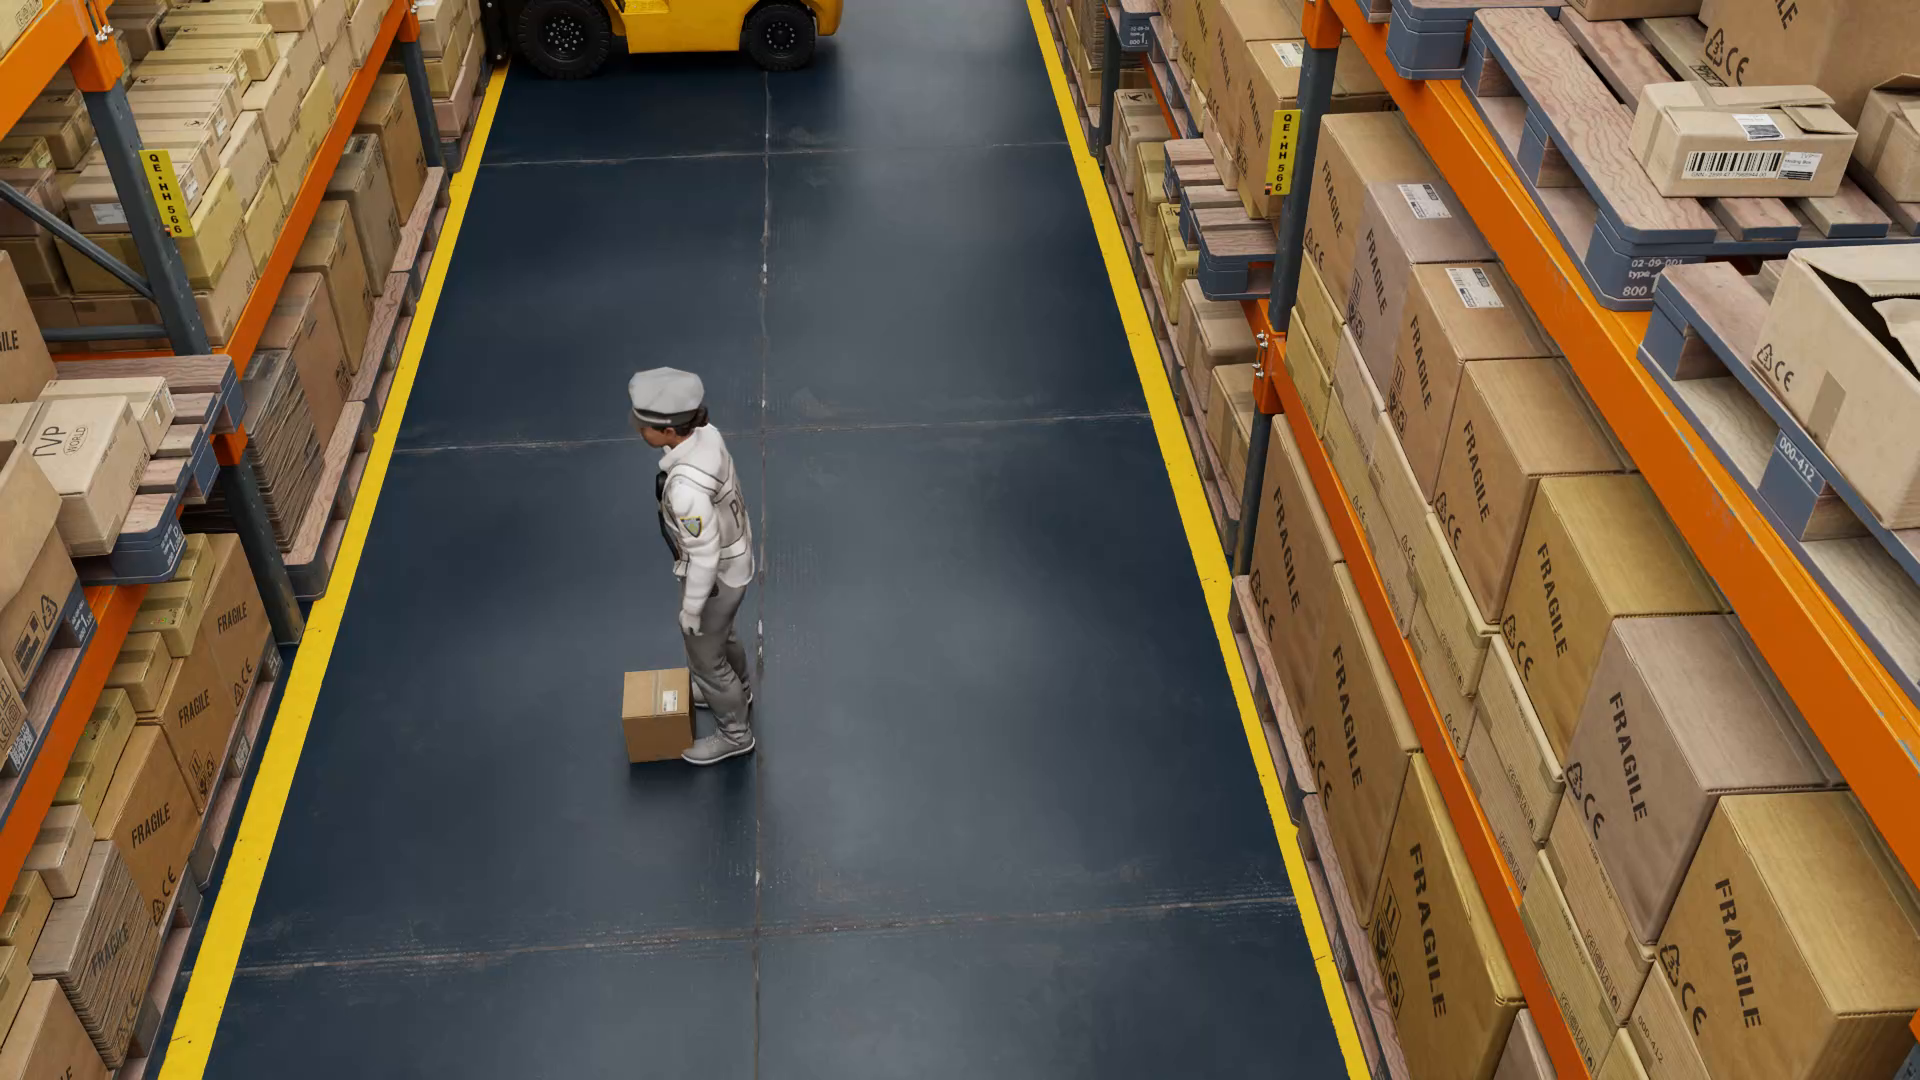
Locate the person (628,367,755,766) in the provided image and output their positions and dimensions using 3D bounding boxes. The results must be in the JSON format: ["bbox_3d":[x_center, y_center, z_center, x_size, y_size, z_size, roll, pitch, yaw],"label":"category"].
[{"bbox_3d":[-0.926,0.111,6.016,0.371,1.664,0.529,-3,39,-4],"label":"person"}]
